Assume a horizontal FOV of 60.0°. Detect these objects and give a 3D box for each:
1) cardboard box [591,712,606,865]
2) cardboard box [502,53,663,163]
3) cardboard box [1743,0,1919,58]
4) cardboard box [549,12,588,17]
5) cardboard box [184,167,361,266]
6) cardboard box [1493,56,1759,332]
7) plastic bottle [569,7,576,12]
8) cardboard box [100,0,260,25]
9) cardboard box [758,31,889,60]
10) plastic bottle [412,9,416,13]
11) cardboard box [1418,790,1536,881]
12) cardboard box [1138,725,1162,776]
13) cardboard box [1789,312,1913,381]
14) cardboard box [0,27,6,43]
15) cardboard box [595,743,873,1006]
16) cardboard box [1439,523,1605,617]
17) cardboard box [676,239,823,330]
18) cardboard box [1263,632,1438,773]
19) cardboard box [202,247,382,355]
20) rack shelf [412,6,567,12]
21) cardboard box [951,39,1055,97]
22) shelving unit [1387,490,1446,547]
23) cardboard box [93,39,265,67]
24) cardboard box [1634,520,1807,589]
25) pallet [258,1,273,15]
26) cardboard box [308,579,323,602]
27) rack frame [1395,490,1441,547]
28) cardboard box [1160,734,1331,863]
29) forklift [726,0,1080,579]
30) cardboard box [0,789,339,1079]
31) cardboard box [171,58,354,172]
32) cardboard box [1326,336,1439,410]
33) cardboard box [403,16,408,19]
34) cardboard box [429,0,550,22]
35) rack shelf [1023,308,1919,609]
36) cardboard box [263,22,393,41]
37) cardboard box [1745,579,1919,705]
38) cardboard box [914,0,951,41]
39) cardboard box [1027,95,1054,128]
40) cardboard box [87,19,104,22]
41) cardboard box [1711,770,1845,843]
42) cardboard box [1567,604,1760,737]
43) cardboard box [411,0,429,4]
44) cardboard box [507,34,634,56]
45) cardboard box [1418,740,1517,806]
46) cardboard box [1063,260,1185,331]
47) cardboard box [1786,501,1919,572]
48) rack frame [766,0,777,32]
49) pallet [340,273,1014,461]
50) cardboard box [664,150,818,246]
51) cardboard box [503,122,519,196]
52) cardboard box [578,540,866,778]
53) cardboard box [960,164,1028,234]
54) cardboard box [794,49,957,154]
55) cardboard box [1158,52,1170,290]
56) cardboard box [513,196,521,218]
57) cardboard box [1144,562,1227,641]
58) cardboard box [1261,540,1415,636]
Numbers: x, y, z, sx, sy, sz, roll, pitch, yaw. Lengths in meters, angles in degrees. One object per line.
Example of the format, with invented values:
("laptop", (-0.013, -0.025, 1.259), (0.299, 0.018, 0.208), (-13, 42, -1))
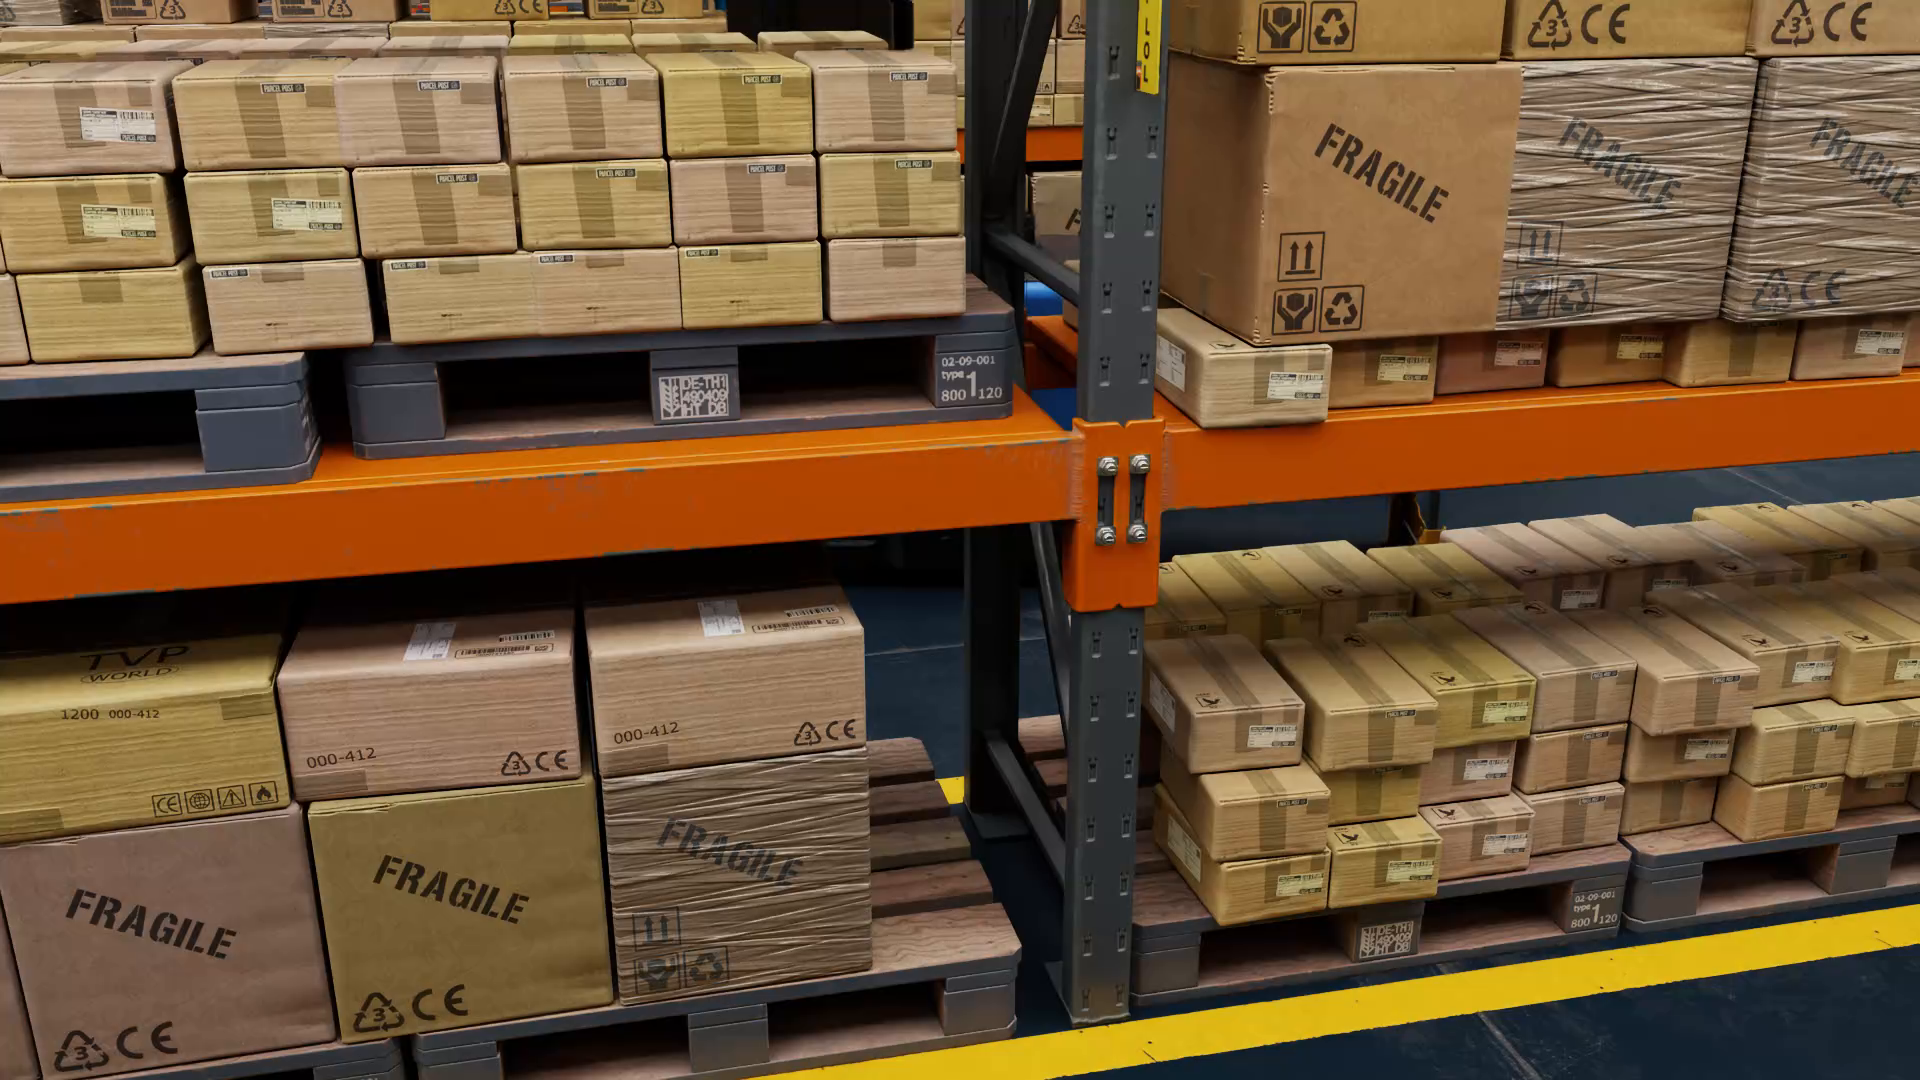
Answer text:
("cardboard box", (-0.596, 0.396, 3.897), (0.500, 0.500, 0.500), (-4, 20, -10))
("cardboard box", (-0.675, -0.771, 2.948), (0.250, 0.149, 0.380), (-5, 21, -14))
("cardboard box", (1.678, -1.237, 3.298), (0.500, 0.500, 0.500), (-4, 21, -12))
("cardboard box", (-1.853, -2.273, 8.013), (0.500, 0.500, 0.500), (-5, 21, -12))
("cardboard box", (-1.174, -0.589, 2.883), (0.250, 0.149, 0.380), (-6, 21, -15))
("cardboard box", (1.204, -0.734, 3.379), (0.500, 0.500, 0.500), (-5, 21, -12))
("plastic bottle", (-2.851, -3.720, 12.180), (0.185, 0.351, 0.144), (-5, 21, -12))
("cardboard box", (-3.401, -2.523, 7.239), (0.637, 0.503, 0.797), (-4, 21, -11))
("cardboard box", (-0.305, -1.032, 3.661), (0.250, 0.149, 0.380), (-4, 20, -10))
("plastic bottle", (-3.890, -3.584, 11.810), (0.185, 0.351, 0.144), (-5, 21, -12))
("cardboard box", (1.101, 0.611, 3.819), (0.250, 0.149, 0.380), (-5, 21, -13))
("cardboard box", (0.487, 0.446, 4.271), (0.250, 0.149, 0.380), (-4, 21, -12))
("cardboard box", (1.805, -0.466, 3.591), (0.250, 0.149, 0.380), (-4, 20, -10))
("cardboard box", (-4.216, -1.897, 6.986), (0.500, 0.500, 0.500), (-4, 21, -11))
("cardboard box", (-0.478, 0.569, 3.425), (0.500, 0.500, 0.500), (-5, 21, -14))
("cardboard box", (1.463, 0.094, 4.367), (0.250, 0.149, 0.380), (-6, 21, -15))
("cardboard box", (-0.409, -0.511, 3.104), (0.250, 0.149, 0.380), (-5, 21, -12))
("cardboard box", (0.849, 0.352, 3.663), (0.250, 0.149, 0.380), (-4, 20, -10))
("cardboard box", (-1.166, -0.449, 2.933), (0.250, 0.149, 0.380), (-6, 21, -15))
("rack shelf", (-6.225, -6.697, 21.282), (4.000, 0.370, 1.077), (-5, 21, -12))
("cardboard box", (0.144, -2.275, 7.951), (0.500, 0.250, 0.500), (-5, 21, -13))
("shelving unit", (1.143, -0.614, 5.809), (1.083, 1.500, 0.587), (1, 20, 3))
("cardboard box", (-1.563, -0.929, 3.380), (0.250, 0.149, 0.380), (-4, 20, -10))
("cardboard box", (1.990, 0.085, 4.390), (0.250, 0.149, 0.380), (-5, 21, -12))
("pallet", (-6.384, -5.206, 16.443), (1.003, 0.211, 1.213), (-5, 21, -12))
("cardboard box", (-1.113, 0.087, 3.650), (0.500, 0.250, 0.500), (-4, 21, -11))
("rack frame", (1.641, -0.603, 5.780), (0.032, 1.500, 0.500), (1, 20, 3))
("cardboard box", (0.611, 0.530, 3.610), (0.250, 0.149, 0.380), (-4, 20, -10))
("forklift", (-0.901, -1.411, 5.905), (3.031, 2.935, 1.130), (1, 20, 3))
("cardboard box", (-1.478, 0.648, 3.207), (0.500, 0.500, 0.500), (-5, 21, -14))
("cardboard box", (-1.170, -0.732, 2.841), (0.250, 0.149, 0.380), (-5, 21, -14))
("cardboard box", (0.769, -0.391, 3.386), (0.250, 0.149, 0.380), (-4, 21, -11))
("cardboard box", (-2.842, -2.191, 7.789), (0.500, 0.500, 0.500), (-4, 21, -11))
("cardboard box", (-2.149, -2.633, 7.538), (0.637, 0.503, 0.797), (-4, 21, -12))
("rack shelf", (2.130, -0.371, 4.013), (4.000, 0.370, 1.077), (-5, 21, -12))
("cardboard box", (-2.730, -2.019, 7.320), (0.500, 0.500, 0.500), (-5, 21, -12))
("cardboard box", (2.094, 0.238, 3.972), (0.250, 0.149, 0.380), (-5, 21, -12))
("cardboard box", (-0.334, -2.593, 7.727), (0.500, 0.500, 0.500), (-5, 21, -12))
("cardboard box", (0.273, -2.076, 7.987), (0.250, 0.149, 0.380), (-5, 21, -14))
("cardboard box", (-3.842, -2.109, 7.565), (0.500, 0.500, 0.500), (-5, 21, -13))
("cardboard box", (1.866, 0.553, 3.978), (0.250, 0.149, 0.380), (-5, 21, -14))
("cardboard box", (1.599, 0.294, 3.820), (0.250, 0.149, 0.380), (-4, 21, -11))
("cardboard box", (-5.507, -5.559, 16.373), (0.500, 0.500, 0.700), (-1, 20, -2))
("cardboard box", (-0.825, -0.989, 3.542), (0.250, 0.149, 0.380), (-4, 21, -12))
("cardboard box", (1.065, 0.448, 3.832), (0.250, 0.149, 0.380), (-5, 21, -13))
("cardboard box", (0.408, -0.534, 3.776), (0.250, 0.149, 0.380), (-5, 21, -13))
("cardboard box", (2.479, 0.028, 4.547), (0.250, 0.149, 0.380), (-4, 20, -10))
("rack frame", (-0.859, -2.219, 8.011), (0.127, 3.000, 1.000), (-5, 21, -12))
("pallet", (-0.593, -0.449, 3.458), (1.213, 0.211, 1.003), (-5, 21, -12))
("cardboard box", (-0.414, -0.651, 3.052), (0.250, 0.149, 0.380), (-5, 21, -12))
("cardboard box", (-1.061, -0.830, 3.541), (0.250, 0.149, 0.380), (-6, 21, -15))
("cardboard box", (-0.483, 0.217, 3.294), (0.500, 0.250, 0.500), (-5, 21, -14))
("cardboard box", (-0.198, -1.444, 8.374), (0.875, 0.875, 0.875), (-5, 21, -12))
("cardboard box", (-0.162, -0.812, 3.060), (0.250, 0.149, 0.380), (-4, 20, -10))
("cardboard box", (0.590, -0.870, 3.751), (0.500, 0.500, 0.500), (-5, 21, -12))
("cardboard box", (-1.062, -0.691, 3.594), (0.250, 0.149, 0.380), (-4, 21, -12))
("cardboard box", (0.471, 0.196, 4.087), (0.250, 0.149, 0.380), (-4, 21, -11))
("cardboard box", (0.951, 0.141, 4.239), (0.250, 0.149, 0.380), (-5, 21, -13))
